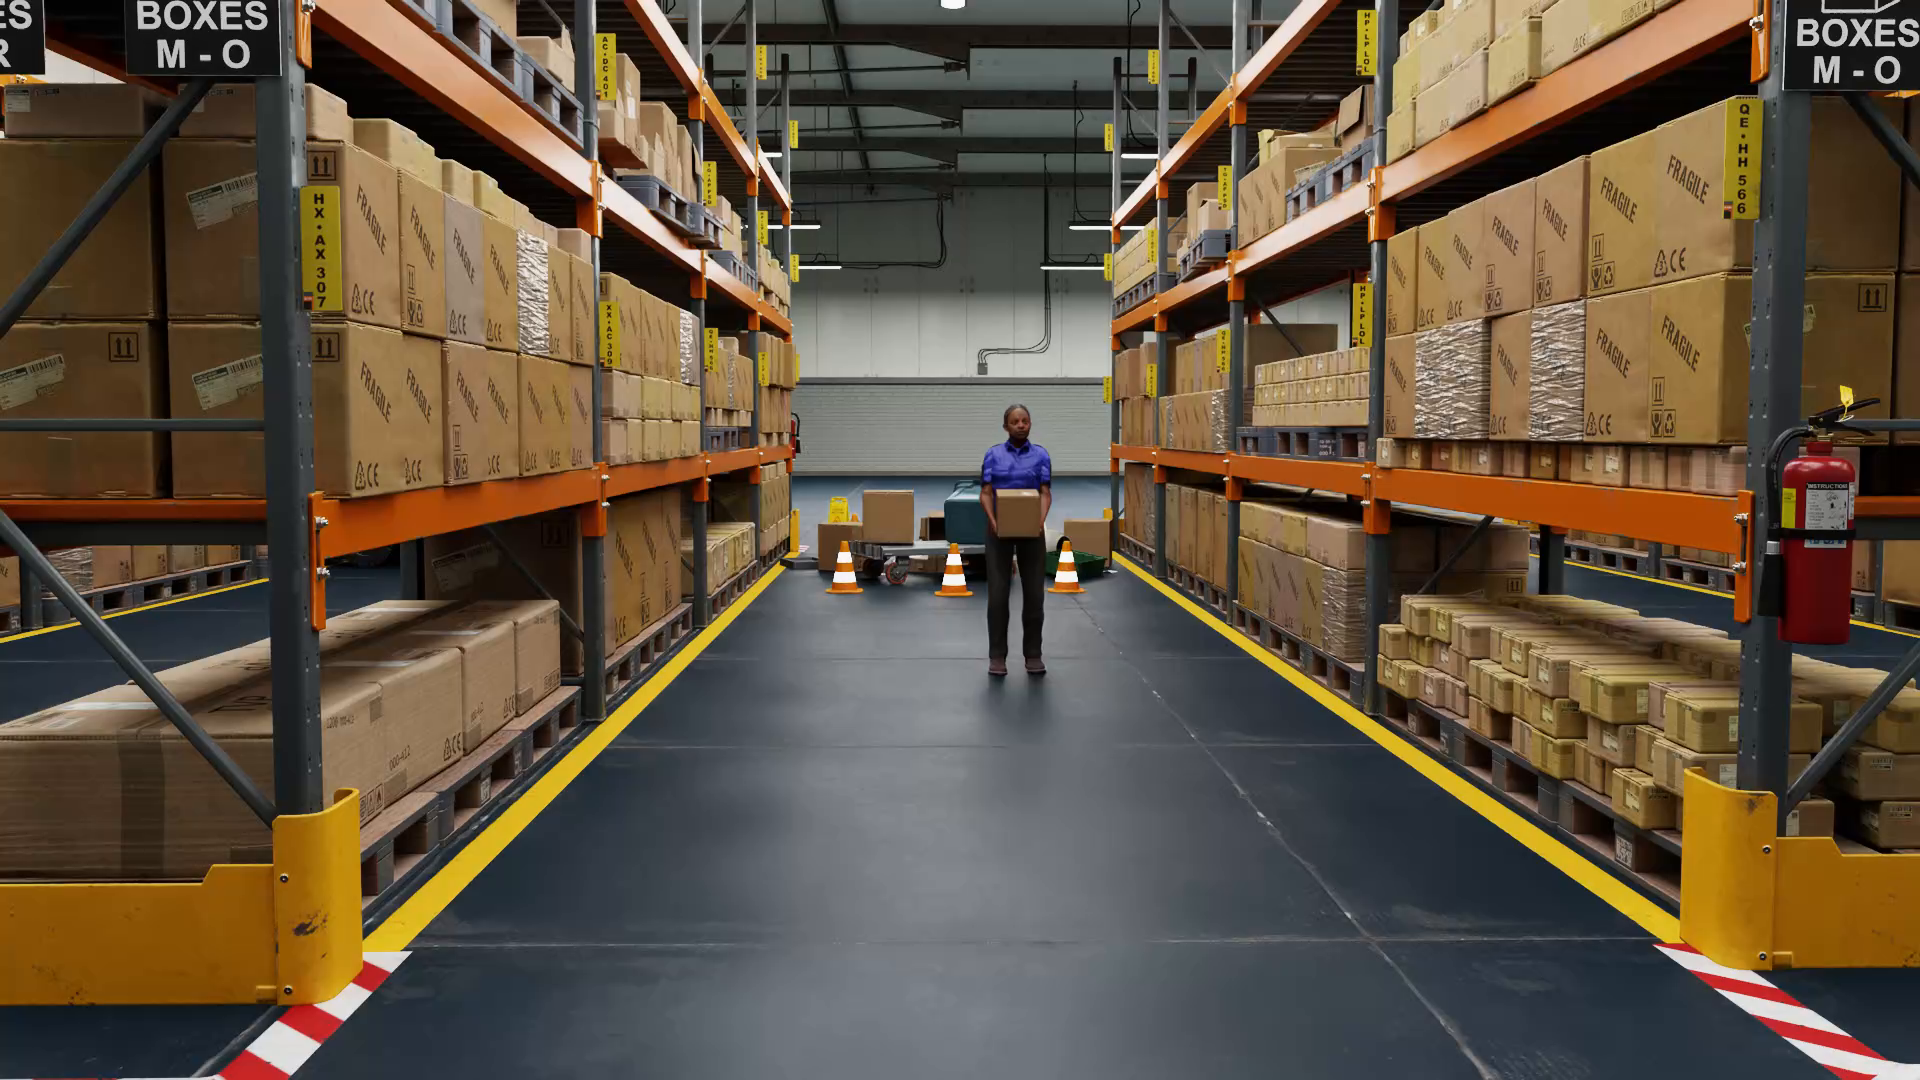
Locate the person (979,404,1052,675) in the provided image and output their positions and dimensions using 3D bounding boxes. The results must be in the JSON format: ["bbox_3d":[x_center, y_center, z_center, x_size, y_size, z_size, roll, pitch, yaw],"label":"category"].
[{"bbox_3d":[0.343,-0.006,10.189,0.449,1.655,0.500,0,4,-1],"label":"person"}]
